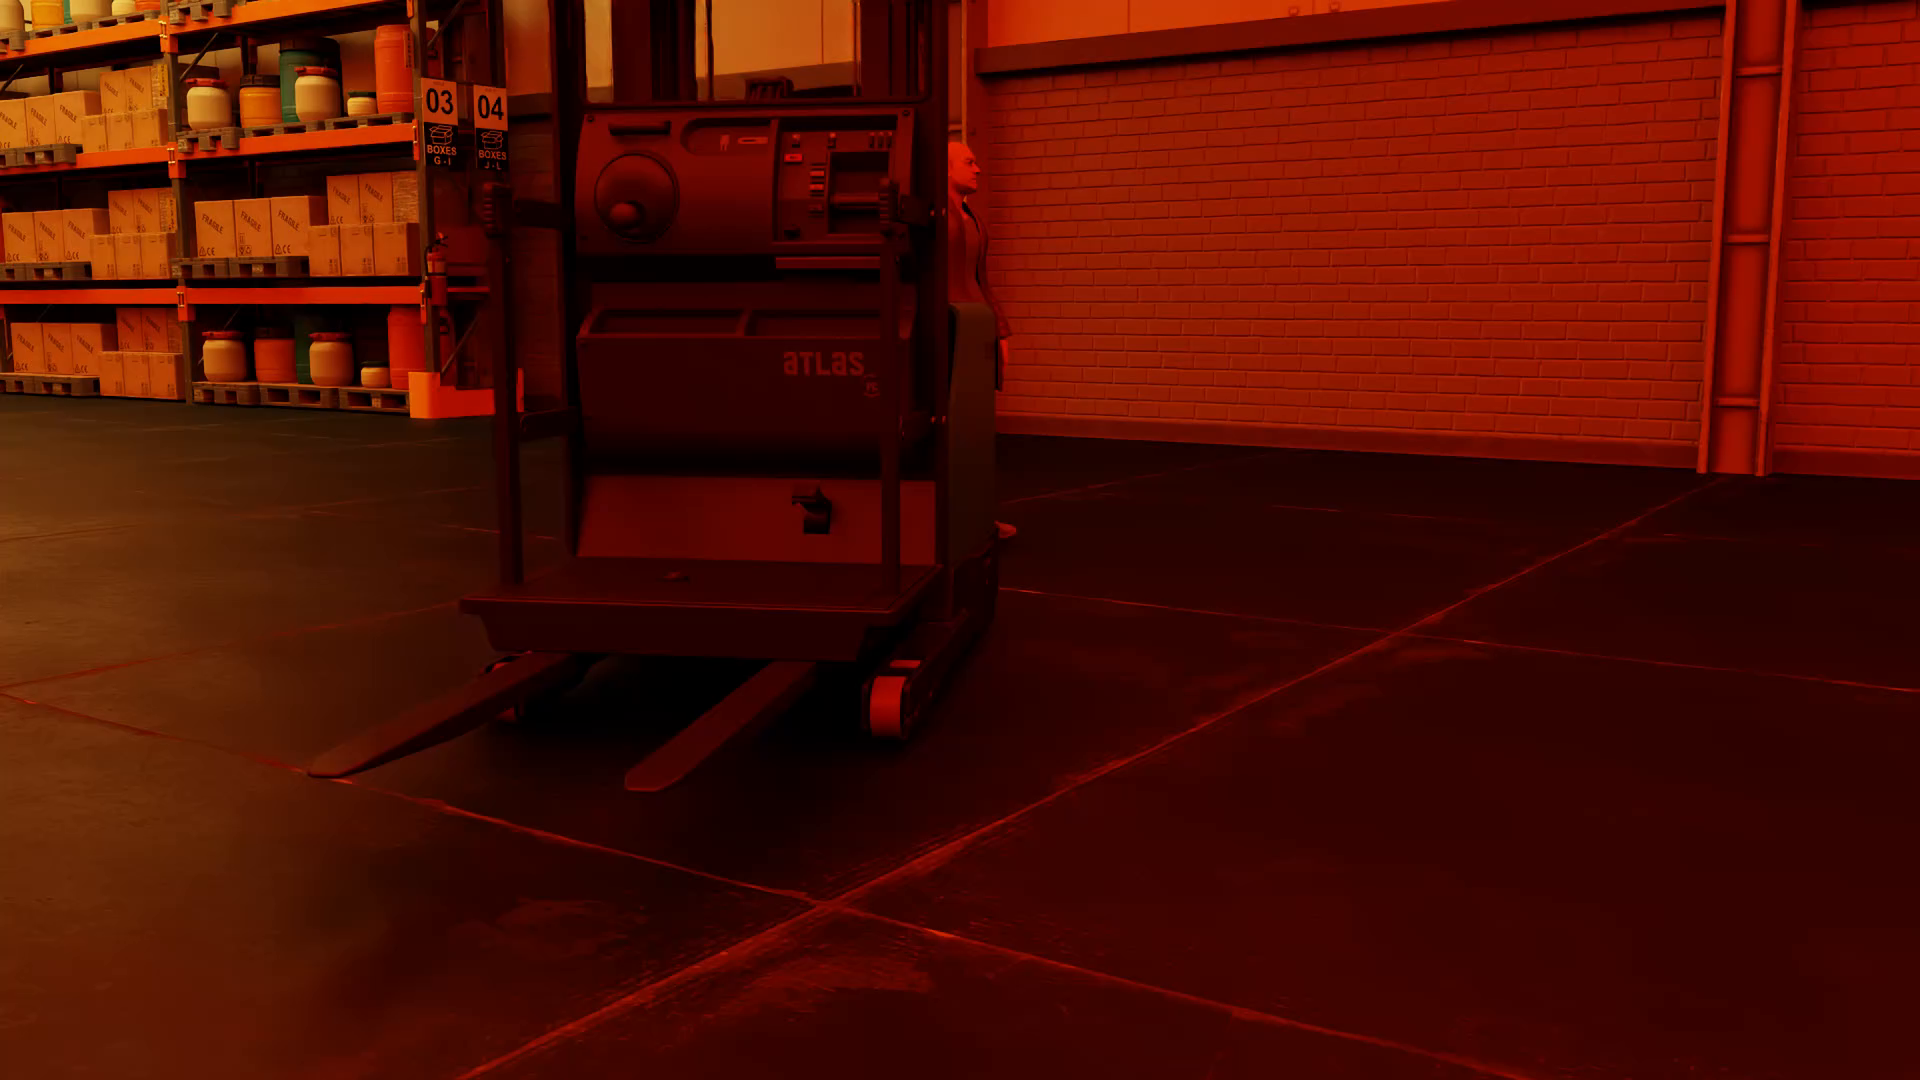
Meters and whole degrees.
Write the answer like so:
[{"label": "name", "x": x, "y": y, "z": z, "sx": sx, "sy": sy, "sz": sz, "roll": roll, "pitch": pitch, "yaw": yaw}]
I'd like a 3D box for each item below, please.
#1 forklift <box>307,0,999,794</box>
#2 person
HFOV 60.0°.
[{"label": "forklift", "x": -0.615, "y": -1.007, "z": 4.277, "sx": 1.130, "sy": 2.935, "sz": 3.031, "roll": 1, "pitch": 8, "yaw": 9}, {"label": "person", "x": 0.073, "y": -0.879, "z": 7.423, "sx": 0.582, "sy": 1.775, "sz": 0.696, "roll": 5, "pitch": 10, "yaw": 34}]
